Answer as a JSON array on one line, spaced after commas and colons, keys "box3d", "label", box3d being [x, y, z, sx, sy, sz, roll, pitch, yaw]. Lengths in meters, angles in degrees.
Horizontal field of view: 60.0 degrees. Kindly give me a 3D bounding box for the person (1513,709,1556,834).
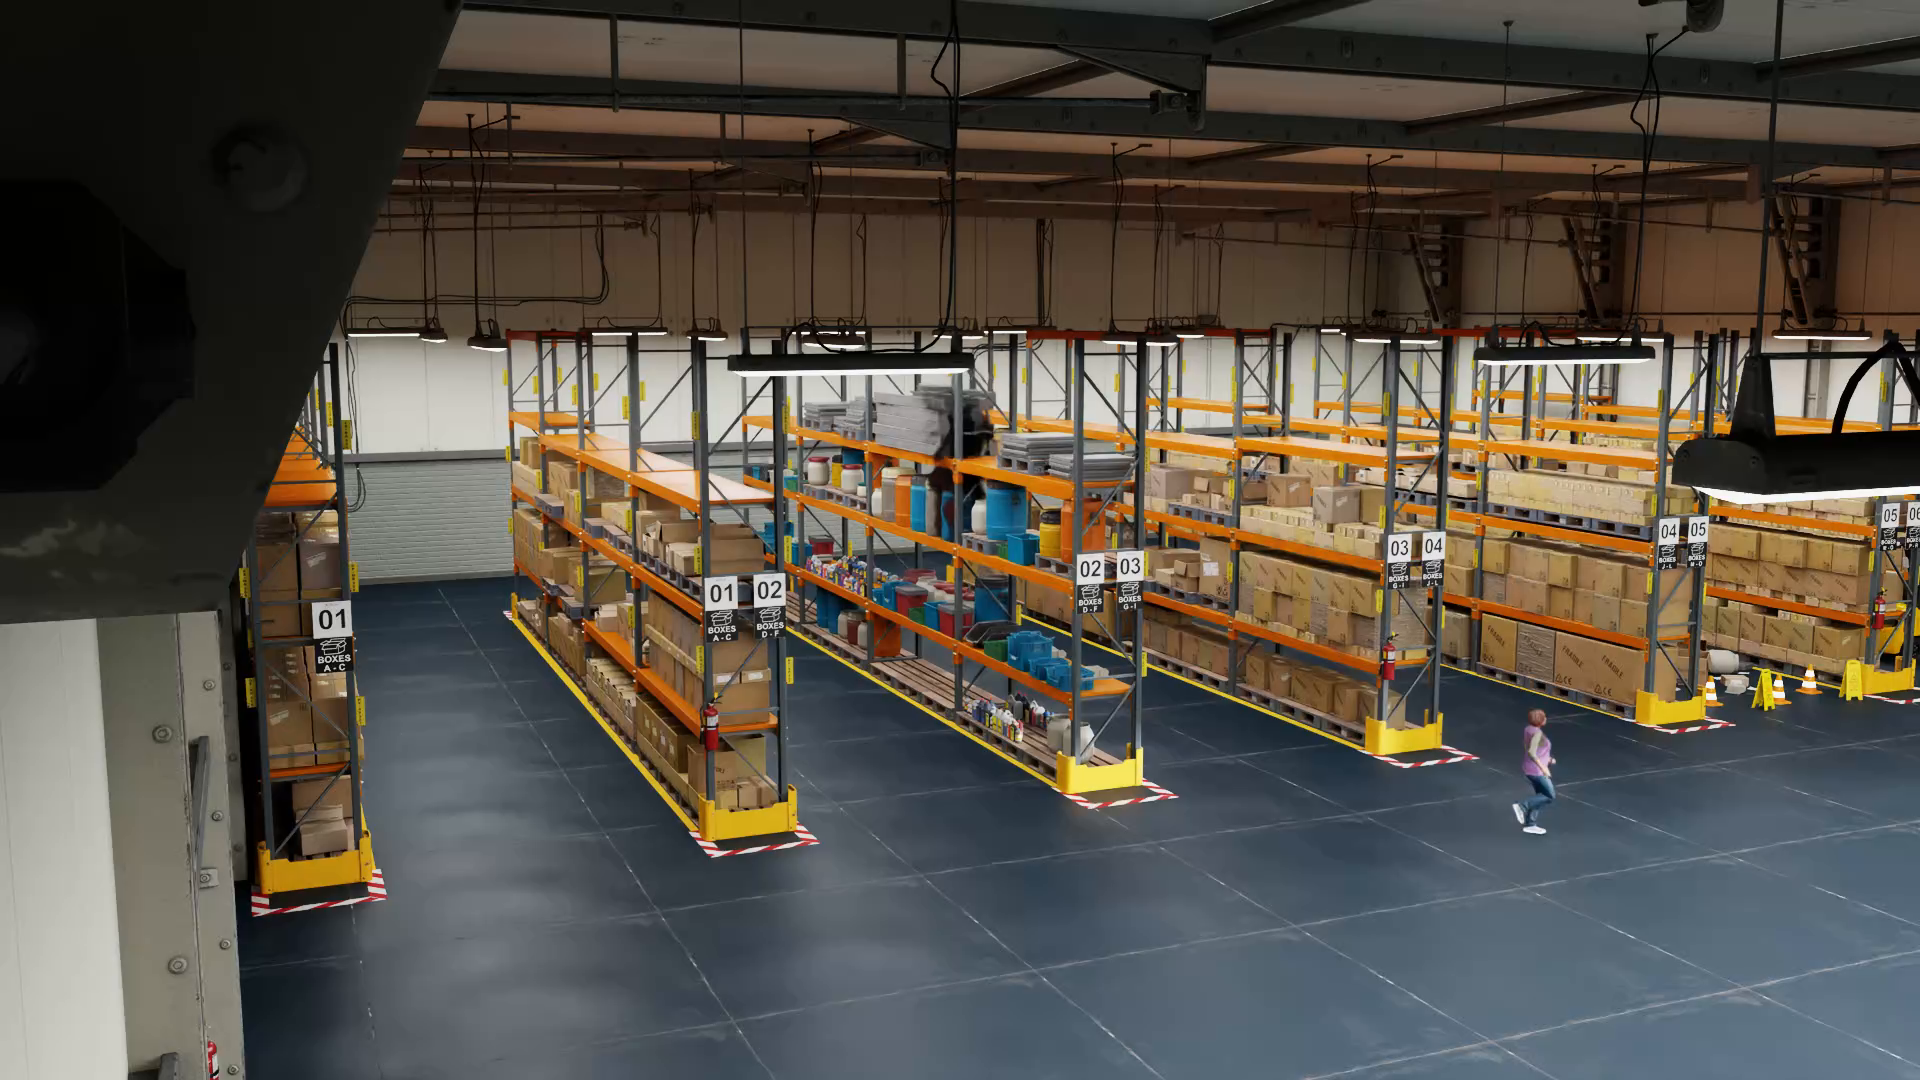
[{"box3d": [7.011, 2.825, 20.279, 0.545, 1.551, 0.536, 0, 8, 2], "label": "person"}]
